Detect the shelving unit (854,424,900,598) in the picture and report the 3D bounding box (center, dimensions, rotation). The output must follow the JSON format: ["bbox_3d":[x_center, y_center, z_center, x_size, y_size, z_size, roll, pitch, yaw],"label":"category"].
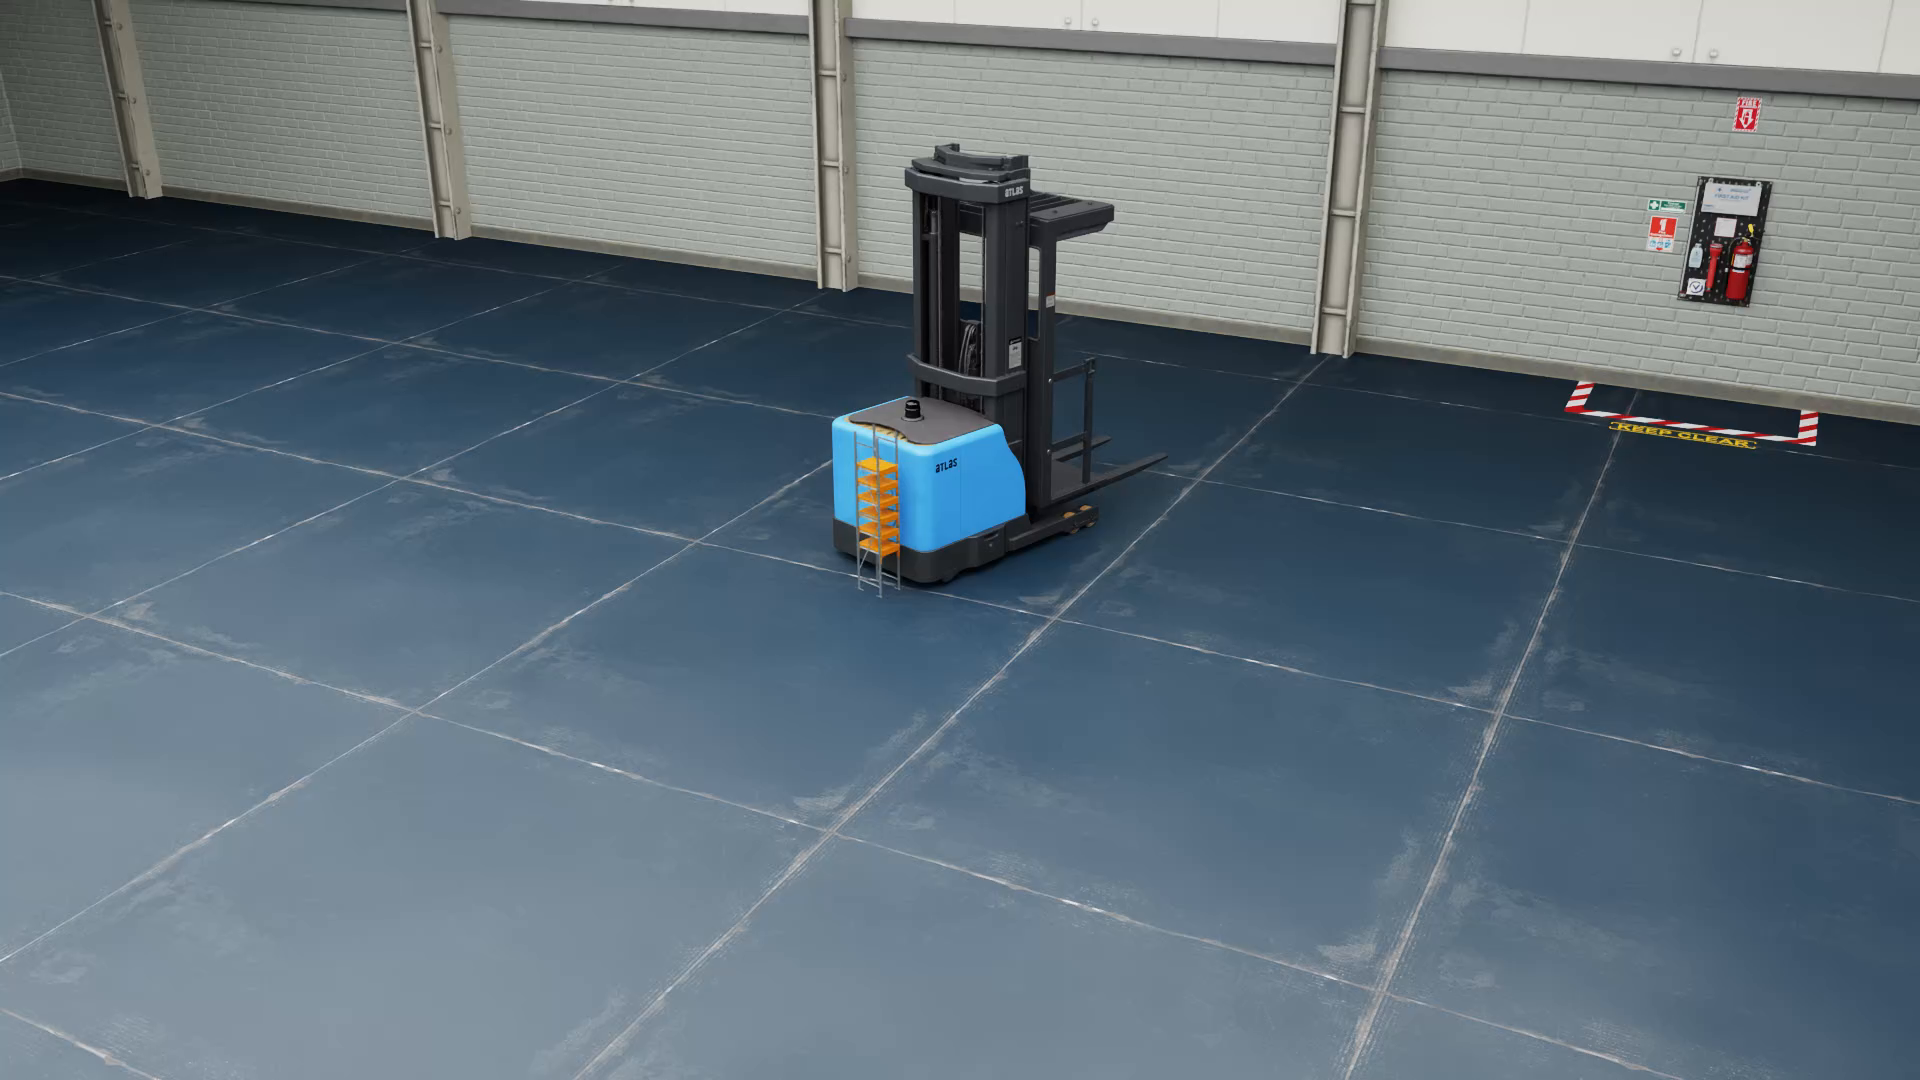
[{"bbox_3d":[-0.581,-0.197,11.705,0.258,1.200,0.189,20,30,39],"label":"shelving unit"}]

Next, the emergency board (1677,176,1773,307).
[{"bbox_3d":[7.068,-2.737,15.378,0.643,1.169,0.194,11,25,25],"label":"emergency board"}]

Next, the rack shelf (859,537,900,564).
[{"bbox_3d":[-0.581,0.065,11.815,0.258,0.103,0.180,20,30,39],"label":"rack shelf"}]

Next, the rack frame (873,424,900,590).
[{"bbox_3d":[-0.519,-0.223,11.766,0.240,1.200,0.006,20,30,39],"label":"rack frame"}]

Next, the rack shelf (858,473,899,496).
[{"bbox_3d":[-0.582,-0.377,11.628,0.258,0.103,0.180,20,30,39],"label":"rack shelf"}]

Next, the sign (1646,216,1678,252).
[{"bbox_3d":[6.621,-2.887,15.686,0.234,0.329,0.001,11,25,25],"label":"sign"}]

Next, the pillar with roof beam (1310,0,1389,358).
[{"bbox_3d":[1.959,-4.604,12.103,0.400,9.000,9.100,11,25,25],"label":"pillar with roof beam"}]

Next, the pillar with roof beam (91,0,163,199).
[{"bbox_3d":[-14.105,-7.782,19.576,0.400,9.000,9.100,11,25,25],"label":"pillar with roof beam"}]

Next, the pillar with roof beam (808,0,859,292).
[{"bbox_3d":[-3.396,-5.663,14.594,0.400,9.000,9.100,11,25,25],"label":"pillar with roof beam"}]

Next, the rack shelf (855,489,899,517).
[{"bbox_3d":[-0.582,-0.266,11.675,0.258,0.103,0.180,20,30,39],"label":"rack shelf"}]

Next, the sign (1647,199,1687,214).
[{"bbox_3d":[6.621,-3.127,15.573,0.331,0.109,0.001,11,25,25],"label":"sign"}]

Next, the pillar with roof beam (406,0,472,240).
[{"bbox_3d":[-8.750,-6.723,17.085,0.400,9.000,9.100,11,25,25],"label":"pillar with roof beam"}]

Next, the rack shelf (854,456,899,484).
[{"bbox_3d":[-0.582,-0.487,11.582,0.258,0.103,0.180,20,30,39],"label":"rack shelf"}]

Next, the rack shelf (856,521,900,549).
[{"bbox_3d":[-0.581,-0.045,11.769,0.258,0.103,0.180,20,30,39],"label":"rack shelf"}]

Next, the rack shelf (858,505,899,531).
[{"bbox_3d":[-0.581,-0.156,11.722,0.258,0.103,0.180,20,30,39],"label":"rack shelf"}]

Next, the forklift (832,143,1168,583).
[{"bbox_3d":[0.441,-1.524,12.616,1.130,2.935,3.031,21,31,40],"label":"forklift"}]

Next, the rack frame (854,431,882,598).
[{"bbox_3d":[-0.644,-0.171,11.643,0.240,1.200,0.006,20,30,39],"label":"rack frame"}]

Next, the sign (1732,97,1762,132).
[{"bbox_3d":[7.105,-3.840,15.010,0.199,0.298,0.001,11,25,25],"label":"sign"}]

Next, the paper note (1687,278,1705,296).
[{"bbox_3d":[6.941,-2.387,15.681,0.142,0.148,0.016,11,25,25],"label":"paper note"}]
